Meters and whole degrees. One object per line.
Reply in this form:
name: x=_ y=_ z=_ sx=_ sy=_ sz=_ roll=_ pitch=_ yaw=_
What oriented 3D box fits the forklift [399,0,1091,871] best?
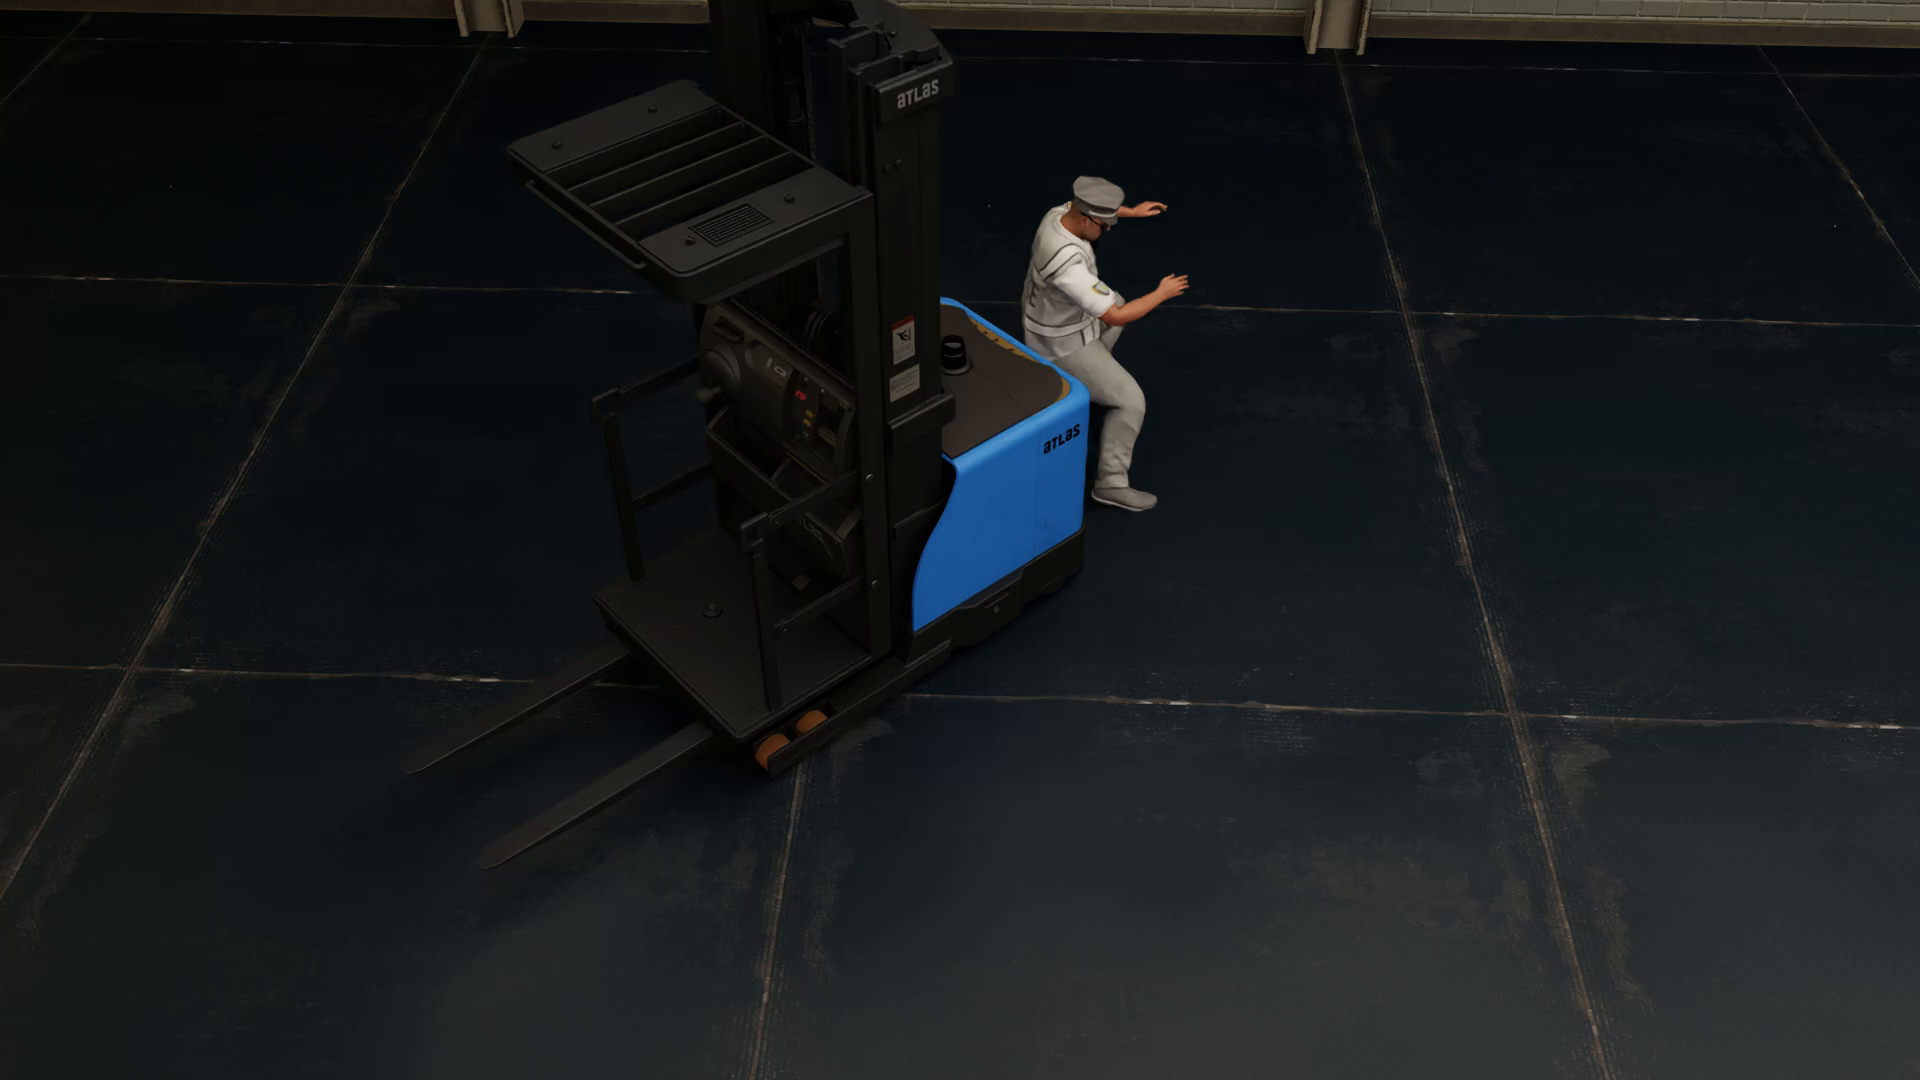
forklift: x=-0.871 y=-0.521 z=6.313 sx=3.031 sy=2.935 sz=1.130 roll=-31 pitch=51 yaw=-29

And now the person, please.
person: x=0.679 y=-1.033 z=7.946 sx=0.765 sy=1.526 sz=1.019 roll=0 pitch=42 yaw=-1
